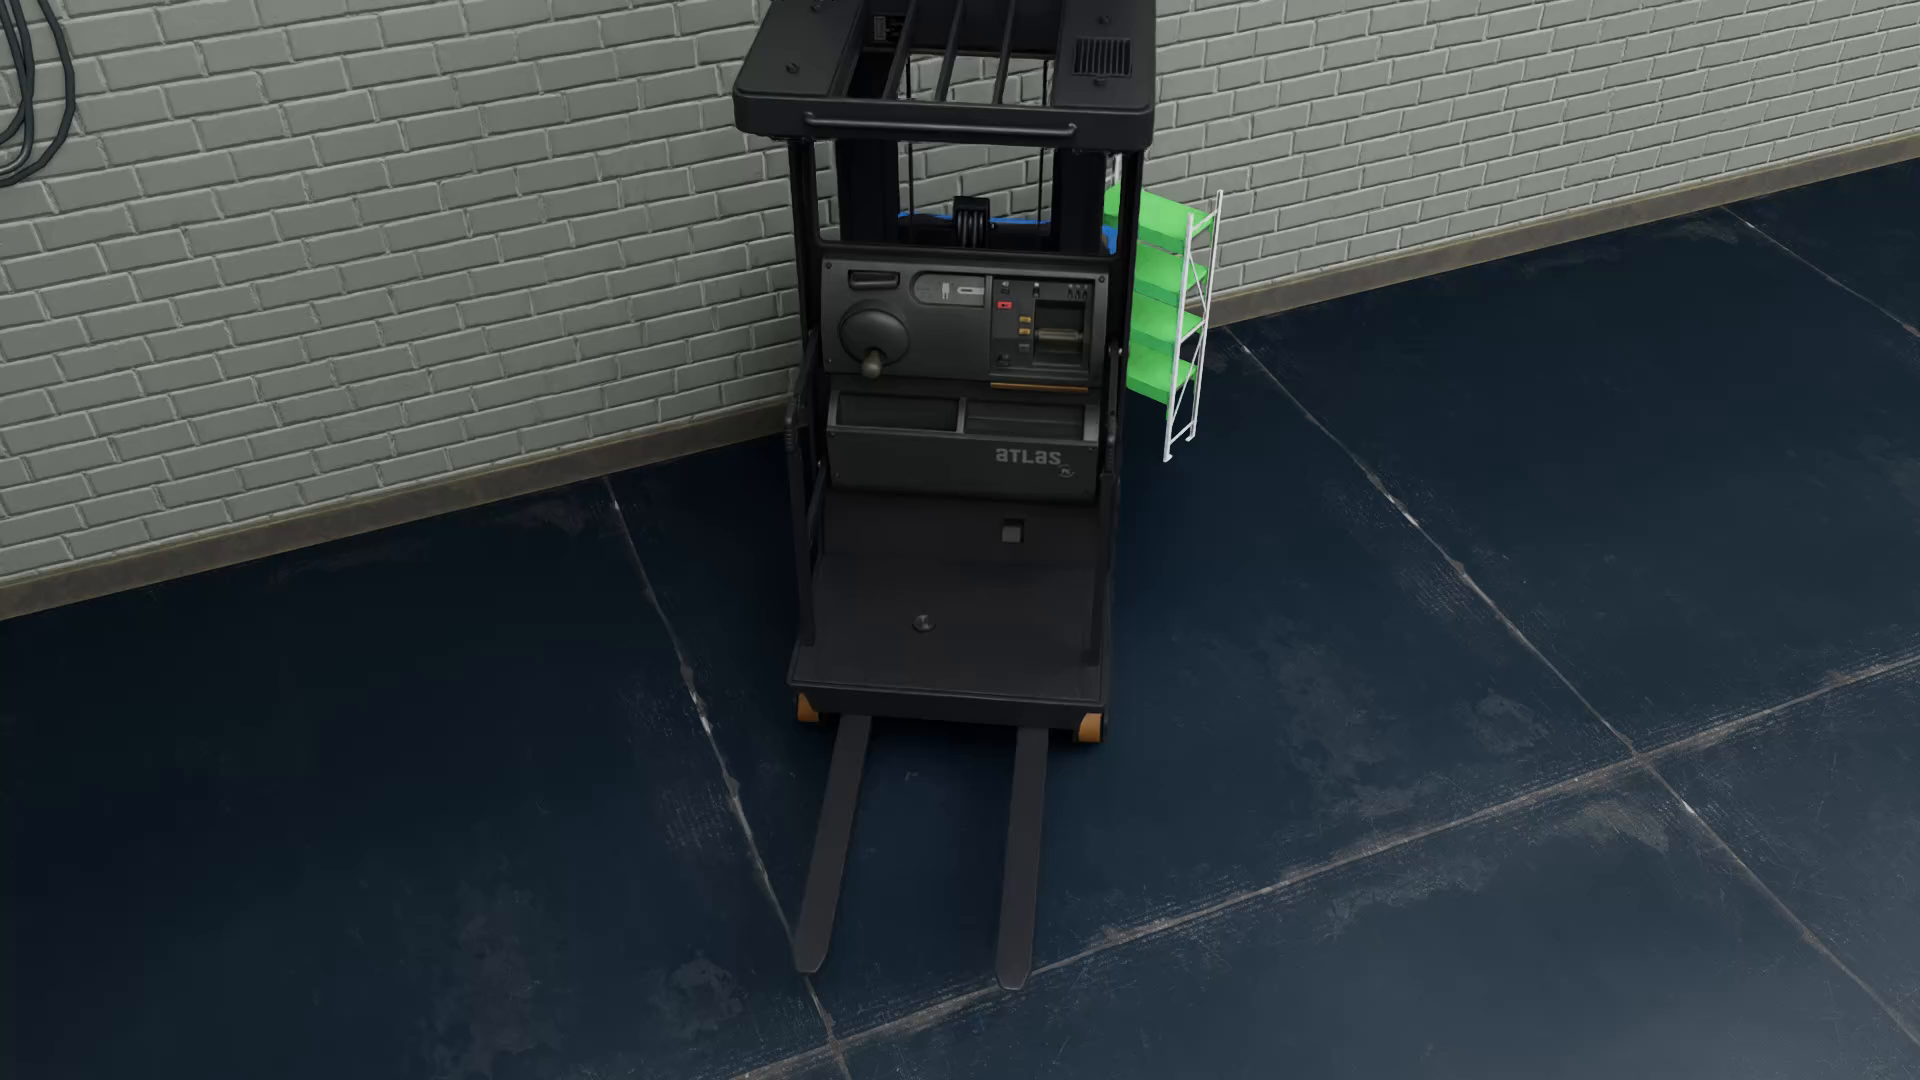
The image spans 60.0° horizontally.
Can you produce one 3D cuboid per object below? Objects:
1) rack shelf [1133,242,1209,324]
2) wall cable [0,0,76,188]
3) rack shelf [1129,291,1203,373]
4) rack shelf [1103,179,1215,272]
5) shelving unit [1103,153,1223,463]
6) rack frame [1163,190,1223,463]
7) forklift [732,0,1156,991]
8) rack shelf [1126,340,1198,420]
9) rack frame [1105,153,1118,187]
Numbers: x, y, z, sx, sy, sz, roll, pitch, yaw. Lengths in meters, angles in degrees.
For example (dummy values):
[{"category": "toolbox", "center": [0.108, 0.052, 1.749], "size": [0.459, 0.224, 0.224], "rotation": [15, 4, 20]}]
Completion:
[{"category": "rack shelf", "center": [0.756, -1.081, 6.817], "size": [0.480, 0.148, 0.258], "rotation": [26, 47, 27]}, {"category": "wall cable", "center": [-4.245, -1.763, 4.280], "size": [3.097, 2.526, 0.112], "rotation": [-15, 43, -17]}, {"category": "rack shelf", "center": [0.756, -0.899, 6.974], "size": [0.480, 0.148, 0.258], "rotation": [26, 47, 27]}, {"category": "rack shelf", "center": [0.756, -1.263, 6.661], "size": [0.480, 0.148, 0.258], "rotation": [26, 47, 27]}, {"category": "shelving unit", "center": [0.756, -0.948, 6.932], "size": [0.503, 1.200, 0.258], "rotation": [26, 47, 27]}, {"category": "rack frame", "center": [0.950, -0.852, 6.820], "size": [0.015, 1.200, 0.240], "rotation": [26, 47, 27]}, {"category": "forklift", "center": [-0.007, -0.626, 5.230], "size": [1.130, 2.935, 3.031], "rotation": [4, 41, 4]}, {"category": "rack shelf", "center": [0.756, -0.718, 7.130], "size": [0.480, 0.148, 0.258], "rotation": [26, 47, 27]}, {"category": "rack frame", "center": [0.562, -1.044, 7.044], "size": [0.015, 1.200, 0.240], "rotation": [26, 47, 27]}]
